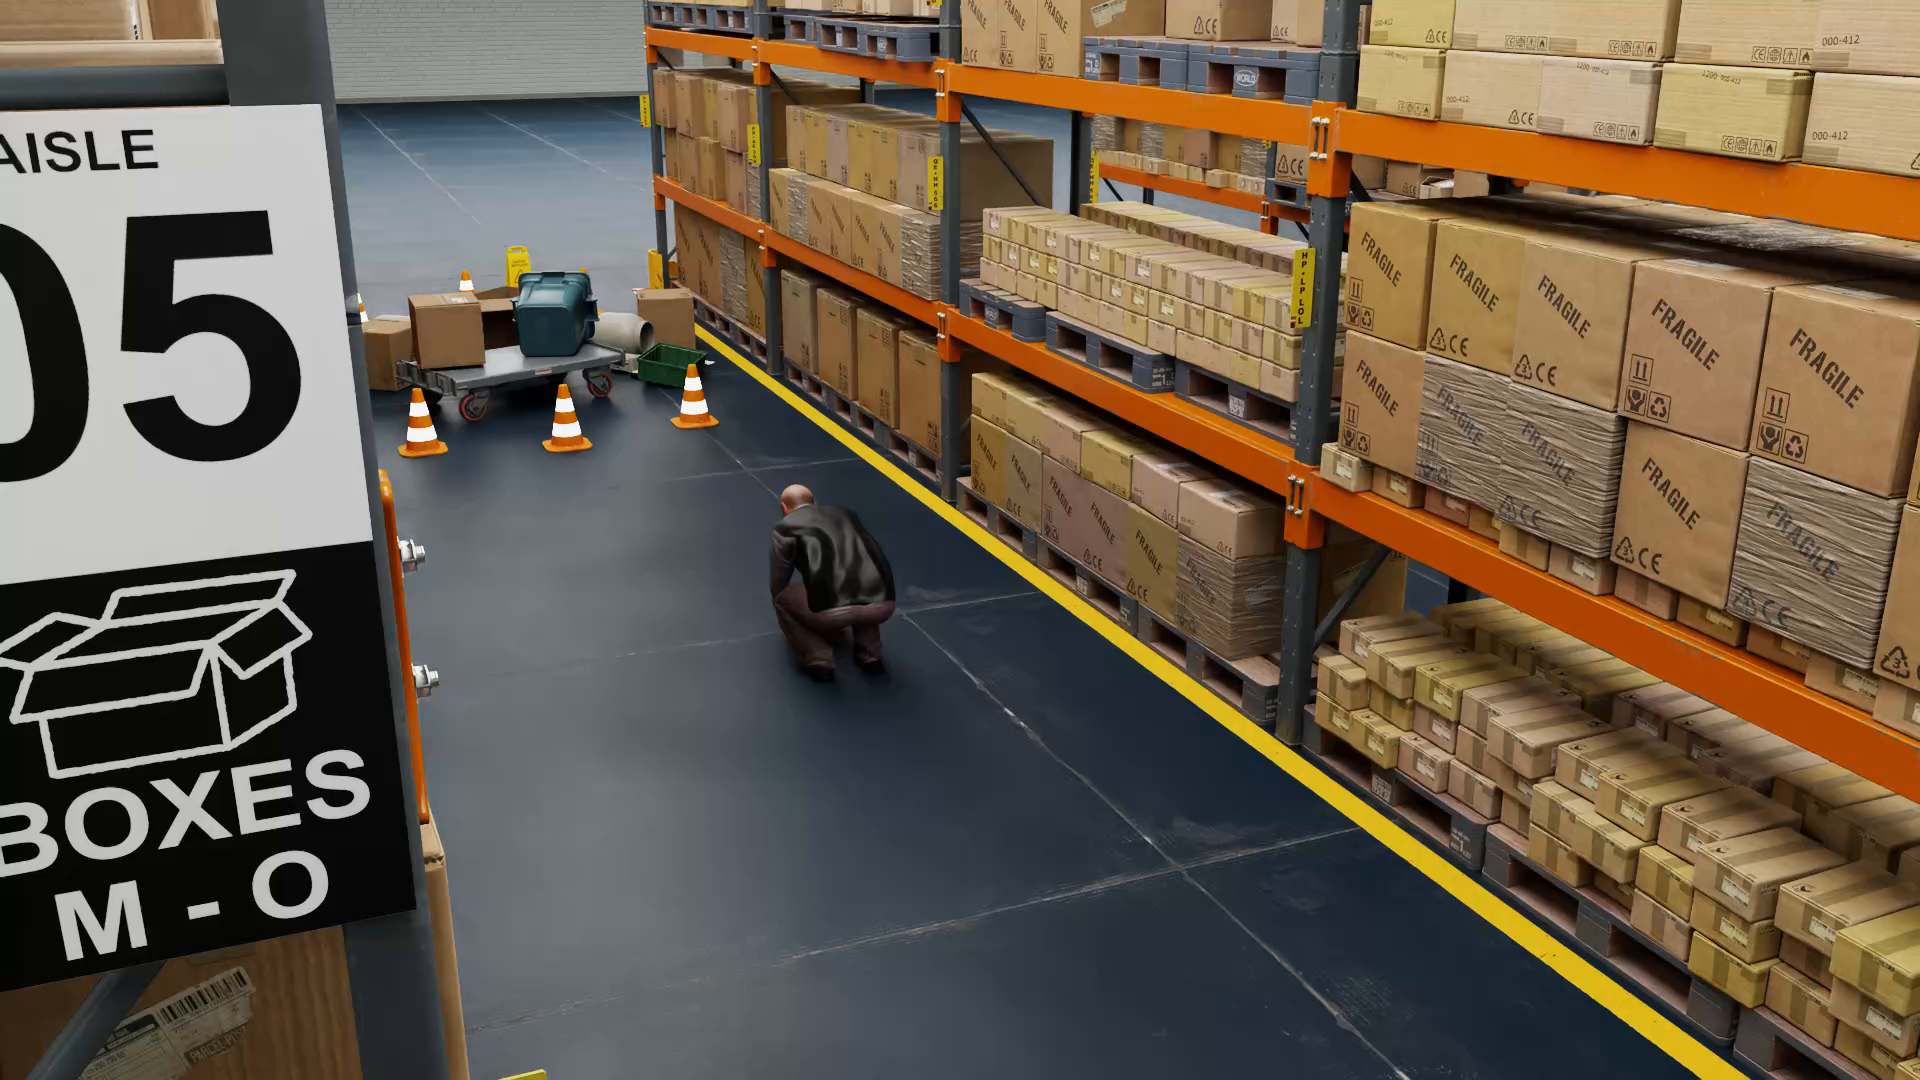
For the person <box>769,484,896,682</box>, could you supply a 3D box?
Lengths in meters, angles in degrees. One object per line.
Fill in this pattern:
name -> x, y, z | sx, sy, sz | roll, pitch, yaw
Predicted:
person -> -0.655, 0.215, 8.356 | 0.530, 0.840, 0.875 | -8, 20, -22
